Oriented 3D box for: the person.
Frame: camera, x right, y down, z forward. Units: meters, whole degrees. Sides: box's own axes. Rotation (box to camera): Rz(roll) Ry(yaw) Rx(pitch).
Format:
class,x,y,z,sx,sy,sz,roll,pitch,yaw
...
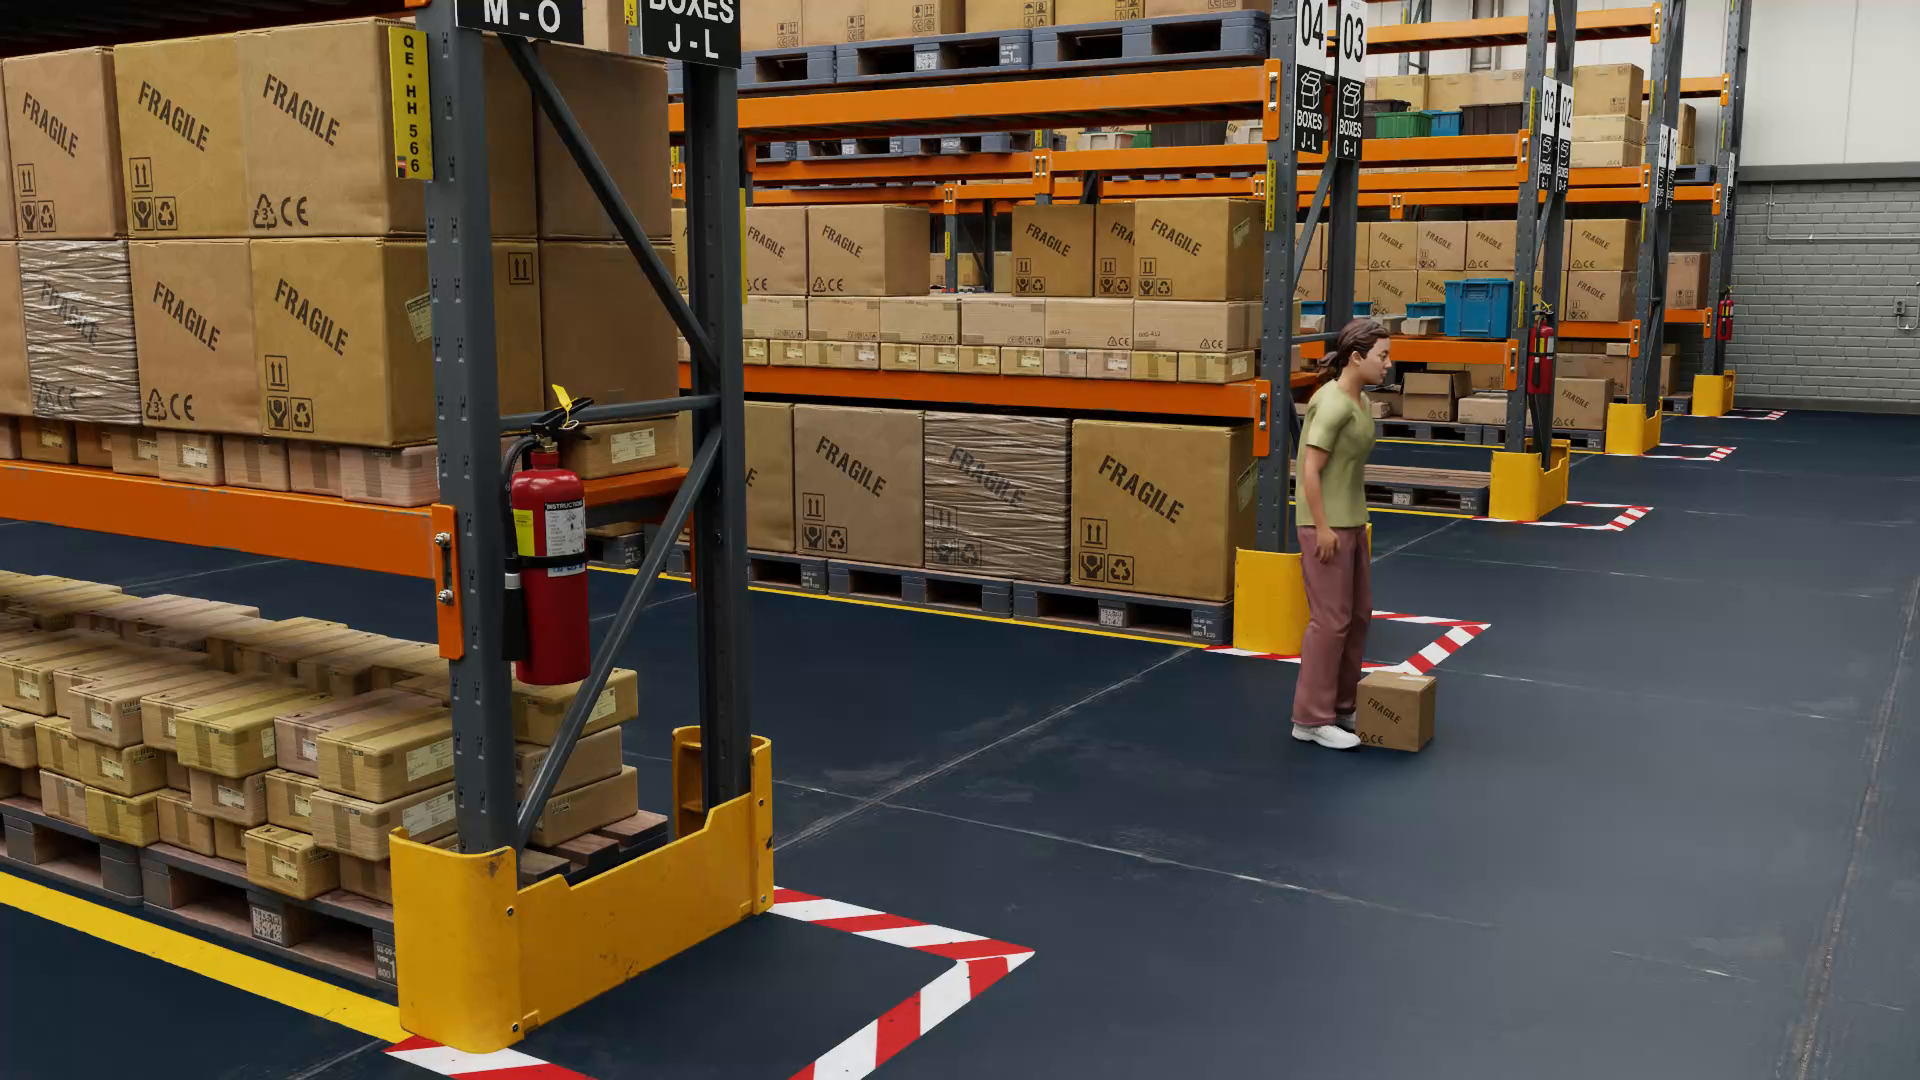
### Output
class,x,y,z,sx,sy,sz,roll,pitch,yaw
person,1.524,-0.042,6.638,0.353,1.673,0.501,6,11,30
